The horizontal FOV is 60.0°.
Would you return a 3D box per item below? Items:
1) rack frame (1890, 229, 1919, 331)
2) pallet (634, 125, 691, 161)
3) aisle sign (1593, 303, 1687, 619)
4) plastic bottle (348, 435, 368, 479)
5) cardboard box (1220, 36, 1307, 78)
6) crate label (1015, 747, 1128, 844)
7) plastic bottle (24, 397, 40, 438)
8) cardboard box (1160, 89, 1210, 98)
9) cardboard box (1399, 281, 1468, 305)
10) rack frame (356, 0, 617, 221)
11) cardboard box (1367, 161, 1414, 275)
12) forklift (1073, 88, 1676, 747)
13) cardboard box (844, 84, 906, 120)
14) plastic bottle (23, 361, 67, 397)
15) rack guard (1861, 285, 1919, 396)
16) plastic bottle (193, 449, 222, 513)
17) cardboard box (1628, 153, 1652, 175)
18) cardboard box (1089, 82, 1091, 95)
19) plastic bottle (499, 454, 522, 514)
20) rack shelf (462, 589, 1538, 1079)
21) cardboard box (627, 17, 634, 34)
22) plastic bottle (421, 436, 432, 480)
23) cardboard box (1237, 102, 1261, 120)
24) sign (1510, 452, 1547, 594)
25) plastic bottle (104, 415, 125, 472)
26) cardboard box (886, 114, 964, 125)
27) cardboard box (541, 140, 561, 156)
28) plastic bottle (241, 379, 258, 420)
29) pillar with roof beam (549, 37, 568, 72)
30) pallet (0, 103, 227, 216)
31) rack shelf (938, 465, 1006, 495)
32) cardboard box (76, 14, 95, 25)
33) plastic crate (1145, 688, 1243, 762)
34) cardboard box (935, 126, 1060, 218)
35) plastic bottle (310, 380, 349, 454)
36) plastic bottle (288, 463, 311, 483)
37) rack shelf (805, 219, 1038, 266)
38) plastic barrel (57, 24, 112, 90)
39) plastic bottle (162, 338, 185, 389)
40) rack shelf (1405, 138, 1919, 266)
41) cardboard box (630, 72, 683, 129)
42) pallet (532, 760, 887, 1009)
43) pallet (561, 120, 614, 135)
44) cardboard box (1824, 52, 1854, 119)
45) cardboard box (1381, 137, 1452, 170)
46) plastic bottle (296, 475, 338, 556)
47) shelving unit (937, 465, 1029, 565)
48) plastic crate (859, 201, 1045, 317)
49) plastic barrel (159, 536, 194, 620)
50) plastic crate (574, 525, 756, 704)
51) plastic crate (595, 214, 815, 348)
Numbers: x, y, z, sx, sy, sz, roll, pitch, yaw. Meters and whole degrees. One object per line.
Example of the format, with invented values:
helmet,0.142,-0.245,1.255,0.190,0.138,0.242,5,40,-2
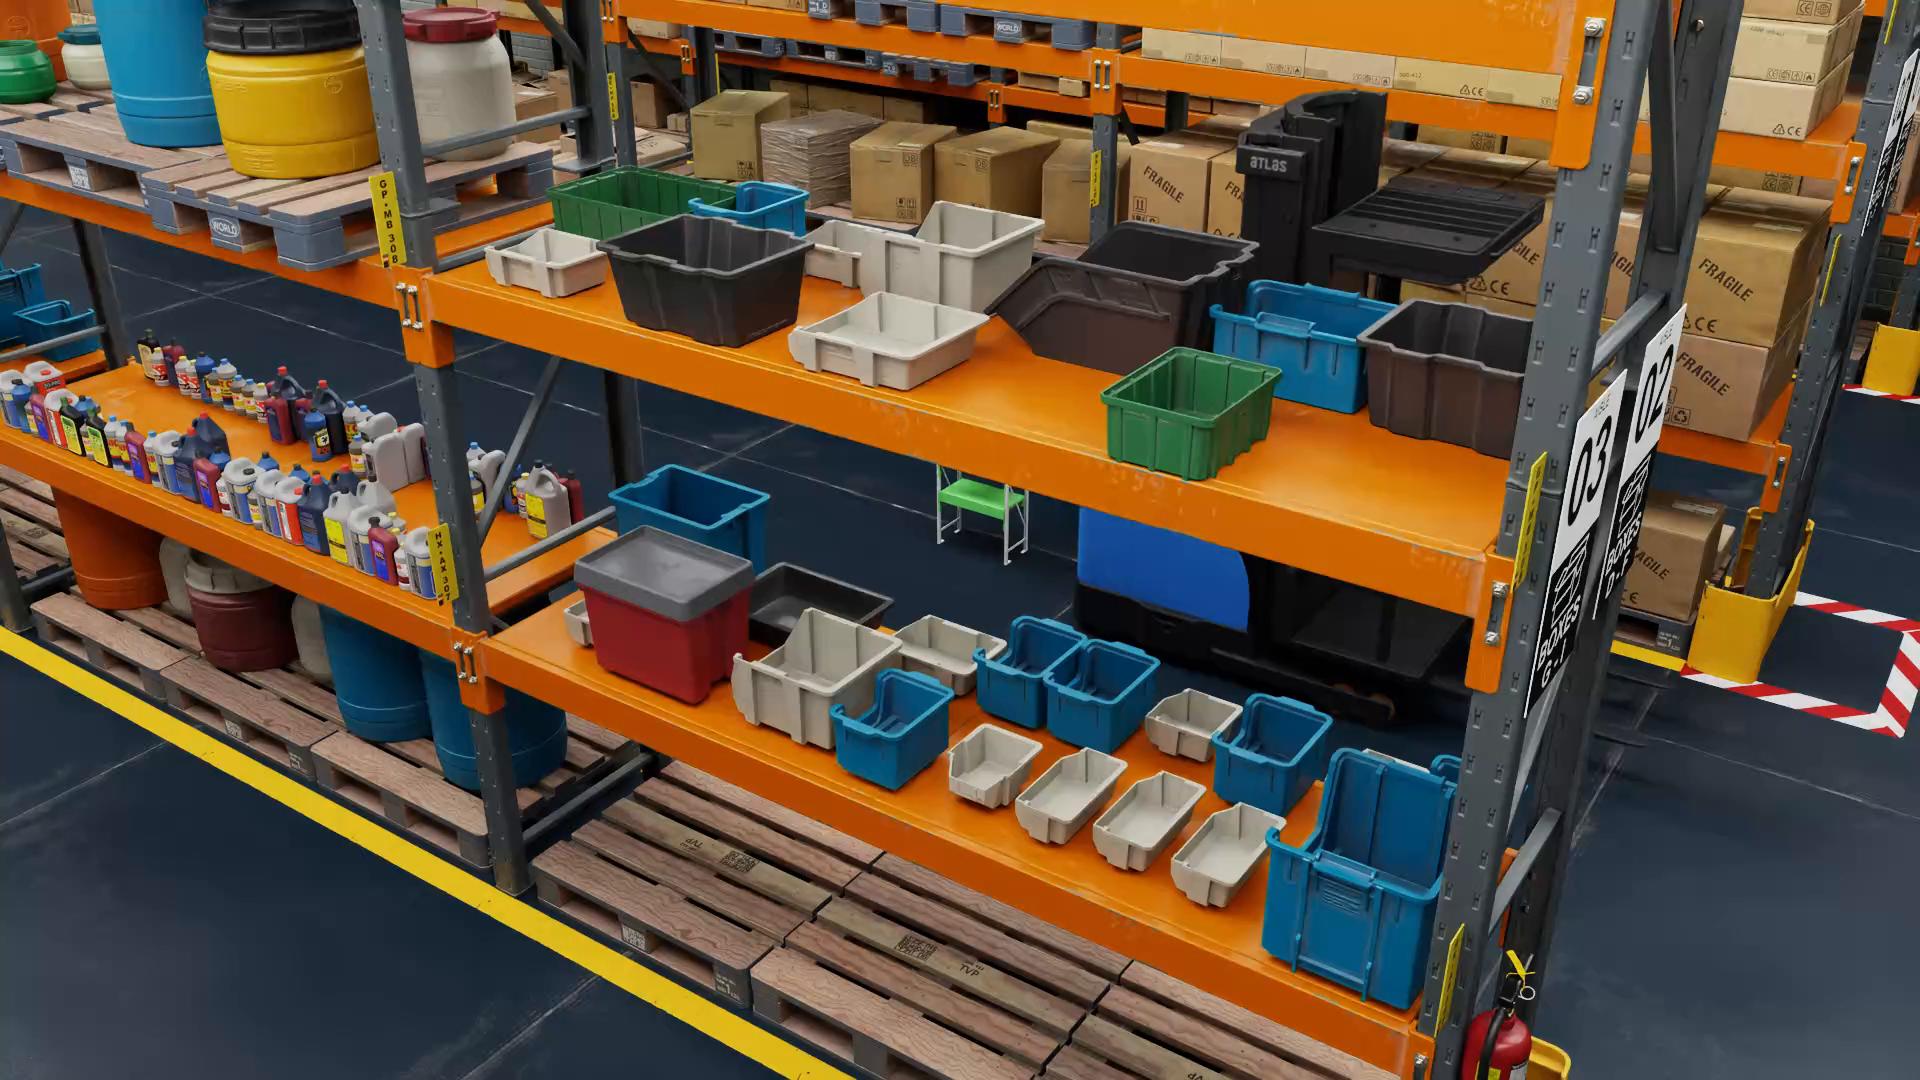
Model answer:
rack frame,7.215,-2.661,12.172,0.127,3.000,1.000,17,32,30
pallet,-3.250,-4.659,19.173,1.213,0.211,1.003,17,32,30
aisle sign,1.834,-0.209,4.487,0.004,0.787,0.394,17,32,30
plastic bottle,-2.867,-0.403,7.955,0.097,0.201,0.097,0,27,0
cardboard box,1.787,-2.758,9.221,0.500,0.250,0.500,17,32,30
crate label,0.357,0.849,5.499,0.243,0.136,0.396,17,32,30
plastic bottle,-4.654,-0.626,8.393,0.097,0.201,0.097,0,27,0
cardboard box,2.145,-4.285,14.902,0.500,0.500,0.500,18,32,32
cardboard box,2.637,-1.258,9.304,0.500,0.500,0.500,17,31,30
rack frame,-1.691,-2.658,5.552,0.127,3.000,1.000,17,32,30
cardboard box,2.195,-1.835,9.336,0.500,0.500,0.500,16,31,29
forklift,2.144,-0.635,8.266,3.031,2.935,1.130,16,31,29
cardboard box,-0.863,-4.597,17.421,0.500,0.250,0.500,17,32,30
plastic bottle,-4.728,-0.782,8.615,0.135,0.276,0.152,17,32,30
rack guard,7.235,-1.541,12.727,0.348,0.500,1.175,17,32,30
plastic bottle,-3.434,-0.273,7.608,0.133,0.283,0.061,17,32,30
cardboard box,5.560,-3.304,13.105,0.700,0.700,0.980,16,31,28
cardboard box,1.412,-4.255,15.559,0.250,0.149,0.380,17,32,30
plastic bottle,-2.047,-0.263,7.602,0.097,0.271,0.097,0,27,0
rack shelf,-0.043,0.849,6.067,4.000,0.370,1.077,17,32,30
cardboard box,-3.644,-5.824,18.531,0.500,0.250,0.500,17,32,31
plastic bottle,-2.484,-0.414,7.886,0.133,0.283,0.061,17,32,30
cardboard box,2.655,-3.839,14.742,0.250,0.149,0.380,17,32,30
sign,1.308,-0.038,3.826,0.005,0.325,0.100,17,32,30
plastic bottle,-4.053,-0.470,8.009,0.097,0.271,0.097,0,27,0
cardboard box,-0.361,-4.139,17.347,0.500,0.500,0.700,17,32,30
cardboard box,-3.264,-3.057,13.227,0.250,0.149,0.380,20,33,34
plastic bottle,-3.657,-0.733,8.603,0.097,0.201,0.097,0,27,0
pillar with roof beam,-7.344,-7.978,16.005,0.400,9.000,9.100,17,32,30
pallet,-3.329,-1.692,7.169,1.213,0.211,1.003,17,32,30
rack shelf,0.136,-0.435,9.923,0.480,0.148,0.258,17,32,30
cardboard box,-8.150,-4.938,15.821,0.250,0.149,0.380,17,32,31
plastic crate,0.812,0.659,5.872,0.298,0.136,0.250,17,32,30
cardboard box,0.250,-2.426,11.136,0.500,0.500,0.700,23,35,38
plastic bottle,-3.101,-0.614,8.203,0.185,0.351,0.144,17,32,30
plastic bottle,-2.971,-0.217,7.511,0.097,0.271,0.097,0,27,0
rack shelf,-0.532,-2.029,11.722,4.000,0.370,1.077,17,32,30
plastic barrel,-4.021,-2.254,7.754,0.301,0.262,0.301,0,27,0
plastic bottle,-4.223,-0.956,8.950,0.133,0.283,0.061,17,32,30
rack shelf,5.567,-2.854,13.345,4.000,0.370,1.077,17,32,30
cardboard box,-3.554,-5.077,19.189,0.500,0.500,0.500,15,30,27
pallet,-1.063,1.432,7.203,1.213,0.211,1.003,17,32,30
pallet,-4.260,-4.972,19.788,1.213,0.211,1.003,17,32,30
cardboard box,4.134,-2.305,8.331,0.500,0.250,0.500,17,32,30
cardboard box,2.519,-2.033,9.724,0.500,0.500,0.500,18,32,31
plastic bottle,-2.786,-0.124,7.241,0.185,0.351,0.144,17,32,30
shelving unit,0.136,-0.492,9.894,0.503,1.200,0.258,17,32,30
plastic crate,-0.046,-0.926,5.586,0.530,0.282,0.437,17,32,30
plastic barrel,-4.059,0.141,8.947,0.421,0.512,0.421,0,27,0
plastic crate,-1.097,0.283,6.250,0.583,0.464,0.402,17,32,30
plastic crate,-0.822,-0.842,5.434,0.590,0.269,0.497,17,32,30
